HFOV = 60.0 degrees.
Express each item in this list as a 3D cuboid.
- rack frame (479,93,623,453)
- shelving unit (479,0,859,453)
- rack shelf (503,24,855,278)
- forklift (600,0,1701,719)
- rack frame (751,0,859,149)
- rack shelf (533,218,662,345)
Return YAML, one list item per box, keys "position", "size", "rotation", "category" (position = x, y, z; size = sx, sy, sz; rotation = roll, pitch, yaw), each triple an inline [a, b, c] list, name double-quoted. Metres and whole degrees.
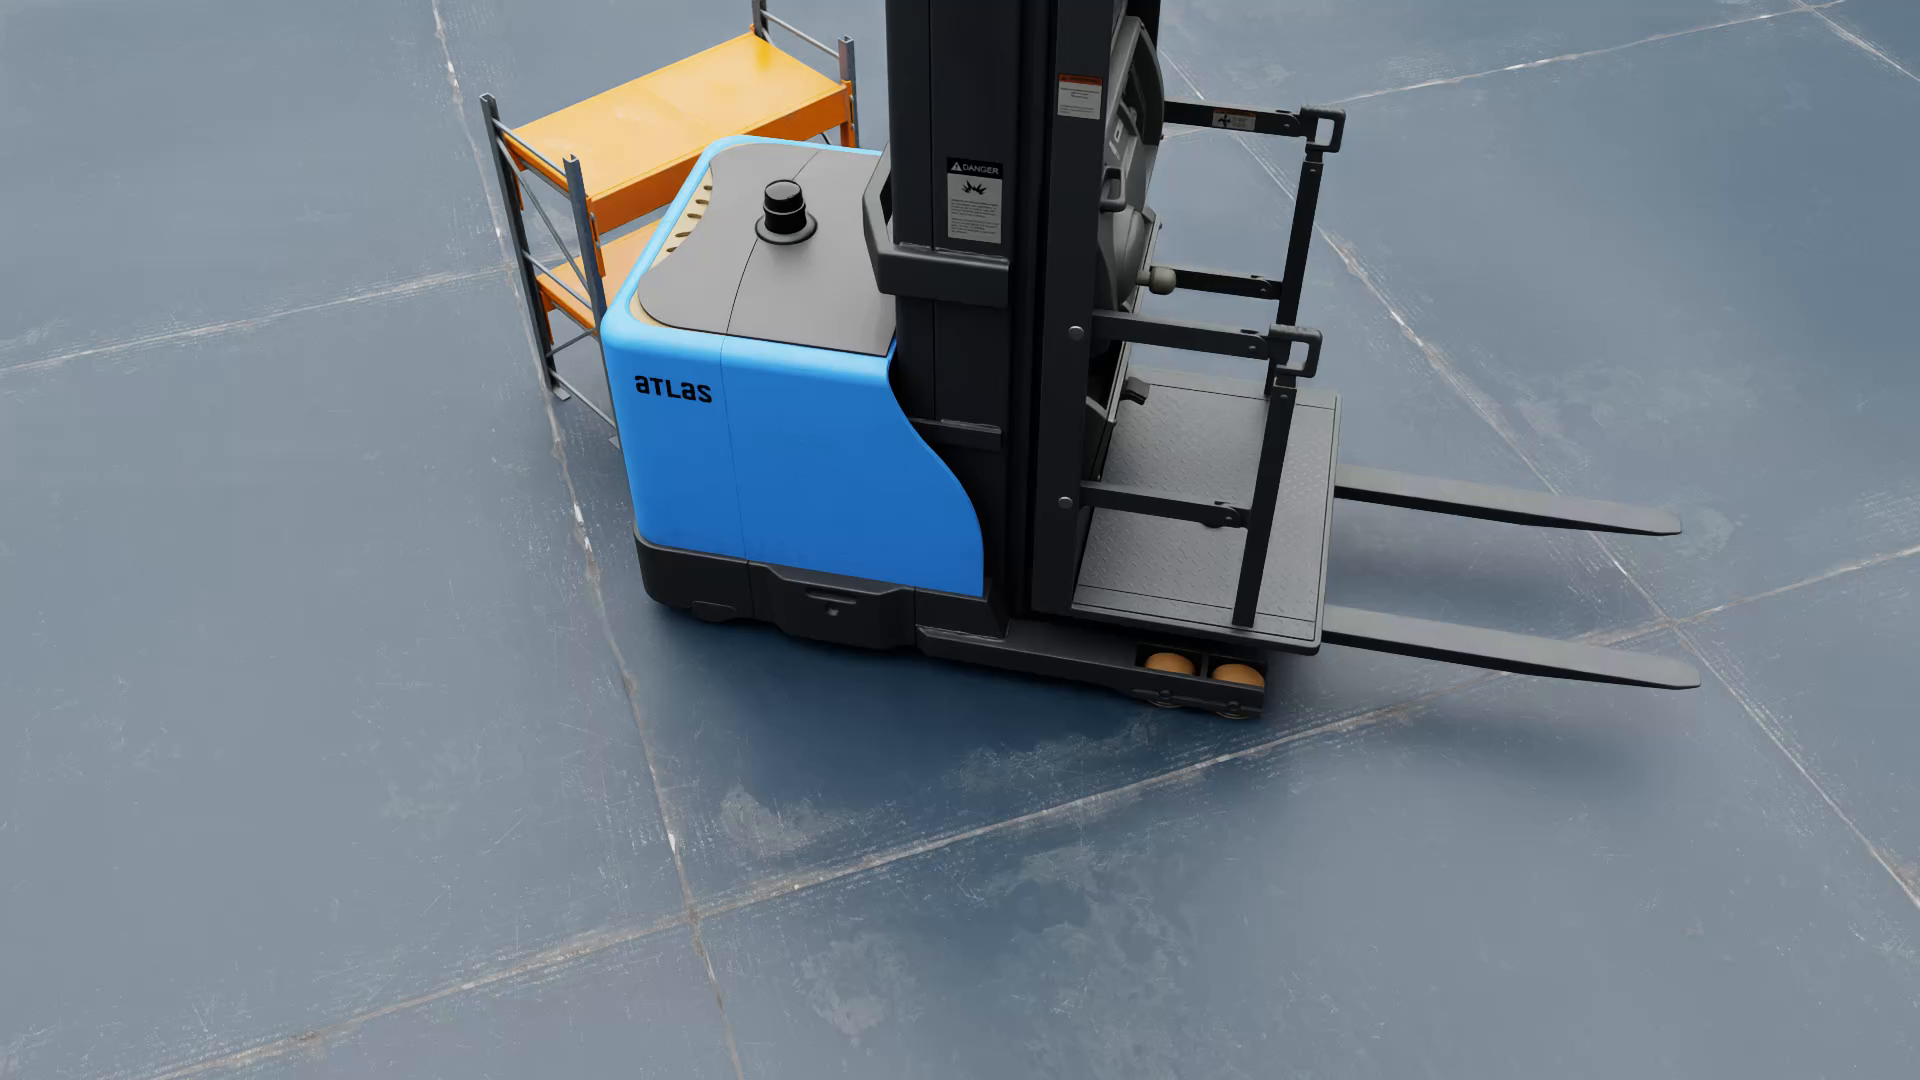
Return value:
- position: [-1.262, -0.811, 5.262]
  size: [0.032, 1.125, 0.500]
  rotation: [-33, 53, -28]
  category: "rack frame"
- position: [-0.886, -1.053, 5.503]
  size: [1.048, 1.125, 0.538]
  rotation: [-33, 53, -28]
  category: "shelving unit"
- position: [-0.888, -1.261, 5.297]
  size: [1.000, 0.278, 0.538]
  rotation: [-33, 53, -28]
  category: "rack shelf"
- position: [0.616, -0.939, 4.116]
  size: [3.031, 2.935, 1.130]
  rotation: [9, 46, 9]
  category: "forklift"
- position: [-0.510, -1.295, 5.745]
  size: [0.032, 1.125, 0.500]
  rotation: [-33, 53, -28]
  category: "rack frame"
- position: [-0.886, -0.880, 5.676]
  size: [1.000, 0.278, 0.538]
  rotation: [-33, 53, -28]
  category: "rack shelf"
